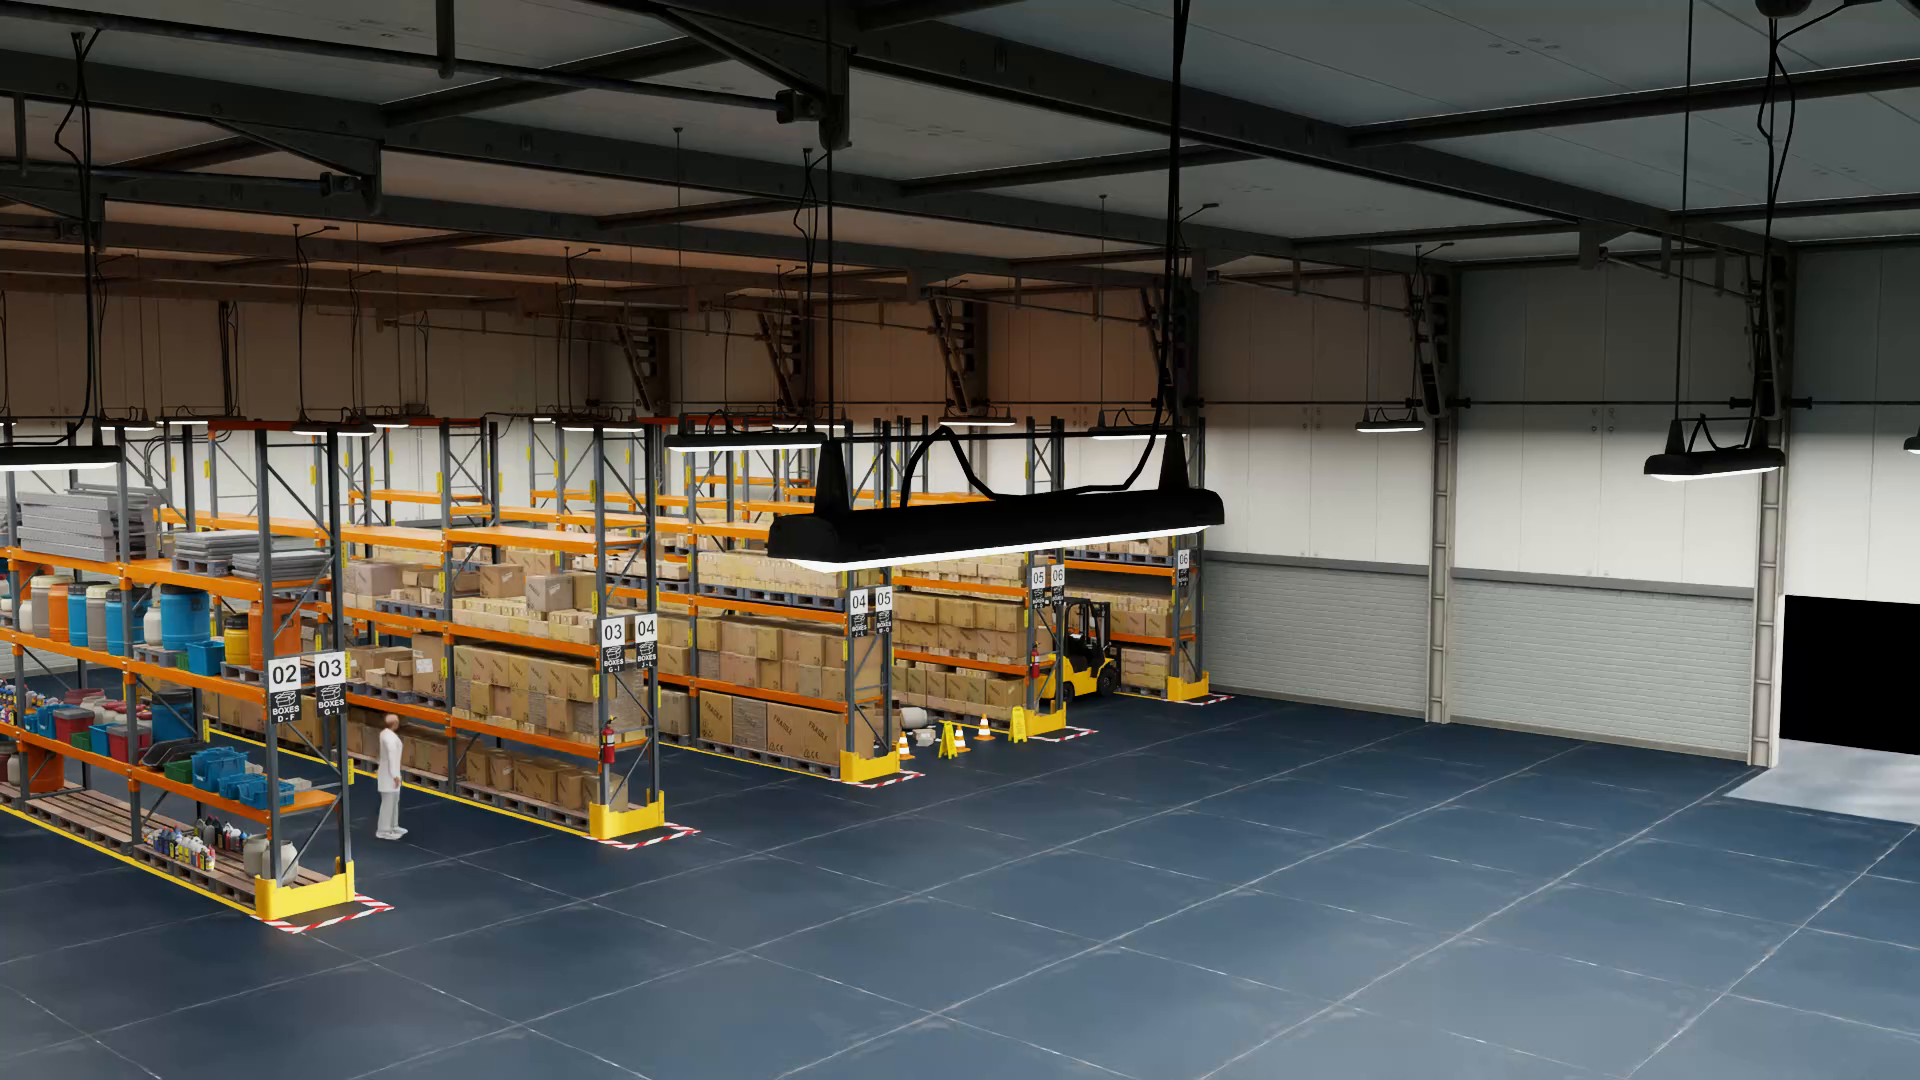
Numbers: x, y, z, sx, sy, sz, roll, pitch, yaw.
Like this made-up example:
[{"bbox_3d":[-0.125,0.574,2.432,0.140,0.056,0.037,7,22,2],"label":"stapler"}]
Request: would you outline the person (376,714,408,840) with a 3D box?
[{"bbox_3d":[-8.302,3.429,24.234,0.428,1.800,0.608,-1,5,-14],"label":"person"}]
